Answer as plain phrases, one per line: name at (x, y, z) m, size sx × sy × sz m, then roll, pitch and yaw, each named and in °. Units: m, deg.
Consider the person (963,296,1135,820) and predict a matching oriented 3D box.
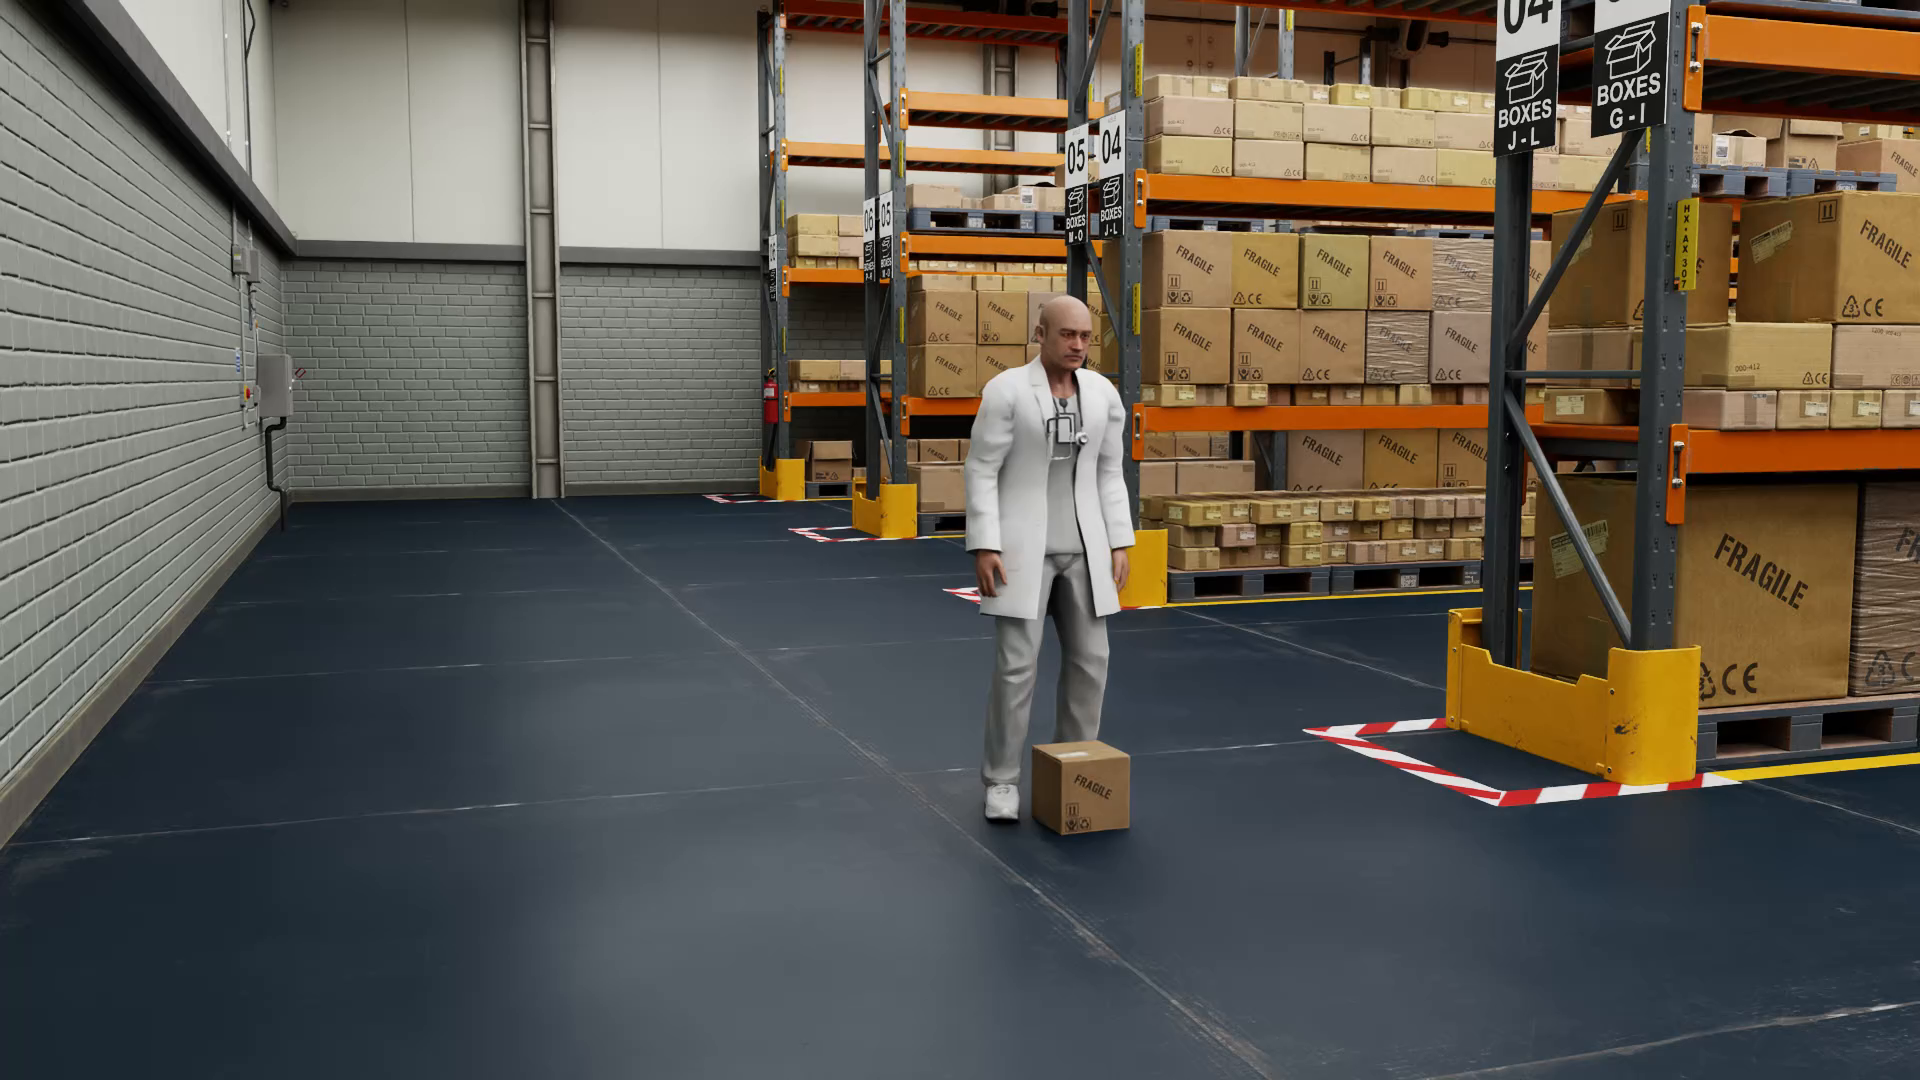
person at (0.320, 0.050, 5.762) m, size 0.637 × 1.773 × 0.428 m, roll -2°, pitch 6°, yaw -21°
